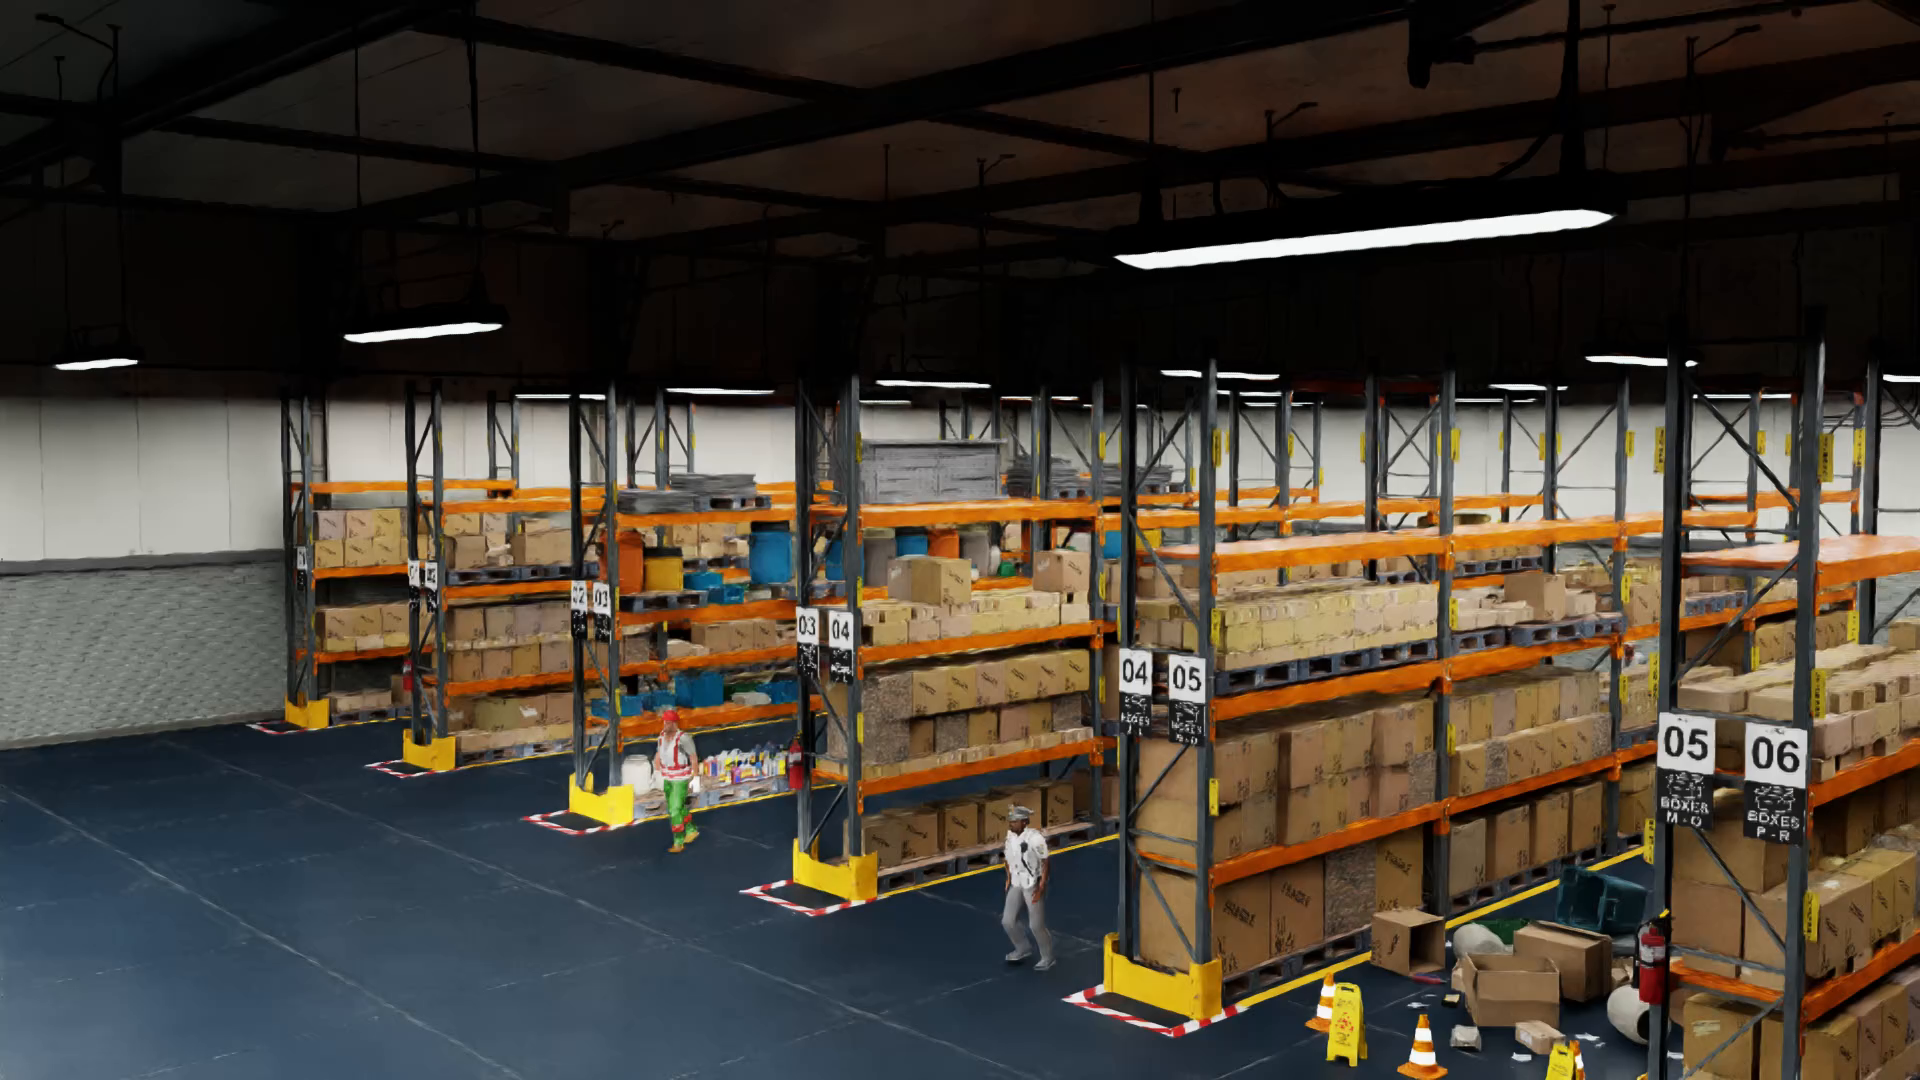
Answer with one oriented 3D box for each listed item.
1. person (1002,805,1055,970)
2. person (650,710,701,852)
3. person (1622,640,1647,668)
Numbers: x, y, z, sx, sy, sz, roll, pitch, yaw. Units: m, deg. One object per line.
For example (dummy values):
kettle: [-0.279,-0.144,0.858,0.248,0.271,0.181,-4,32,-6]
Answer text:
person: [0.650,3.336,16.067,0.592,1.618,0.532,4,5,44]
person: [-3.470,2.964,20.763,0.689,1.754,0.699,3,5,38]
person: [11.402,2.487,28.311,1.123,1.709,0.553,-3,5,-41]
